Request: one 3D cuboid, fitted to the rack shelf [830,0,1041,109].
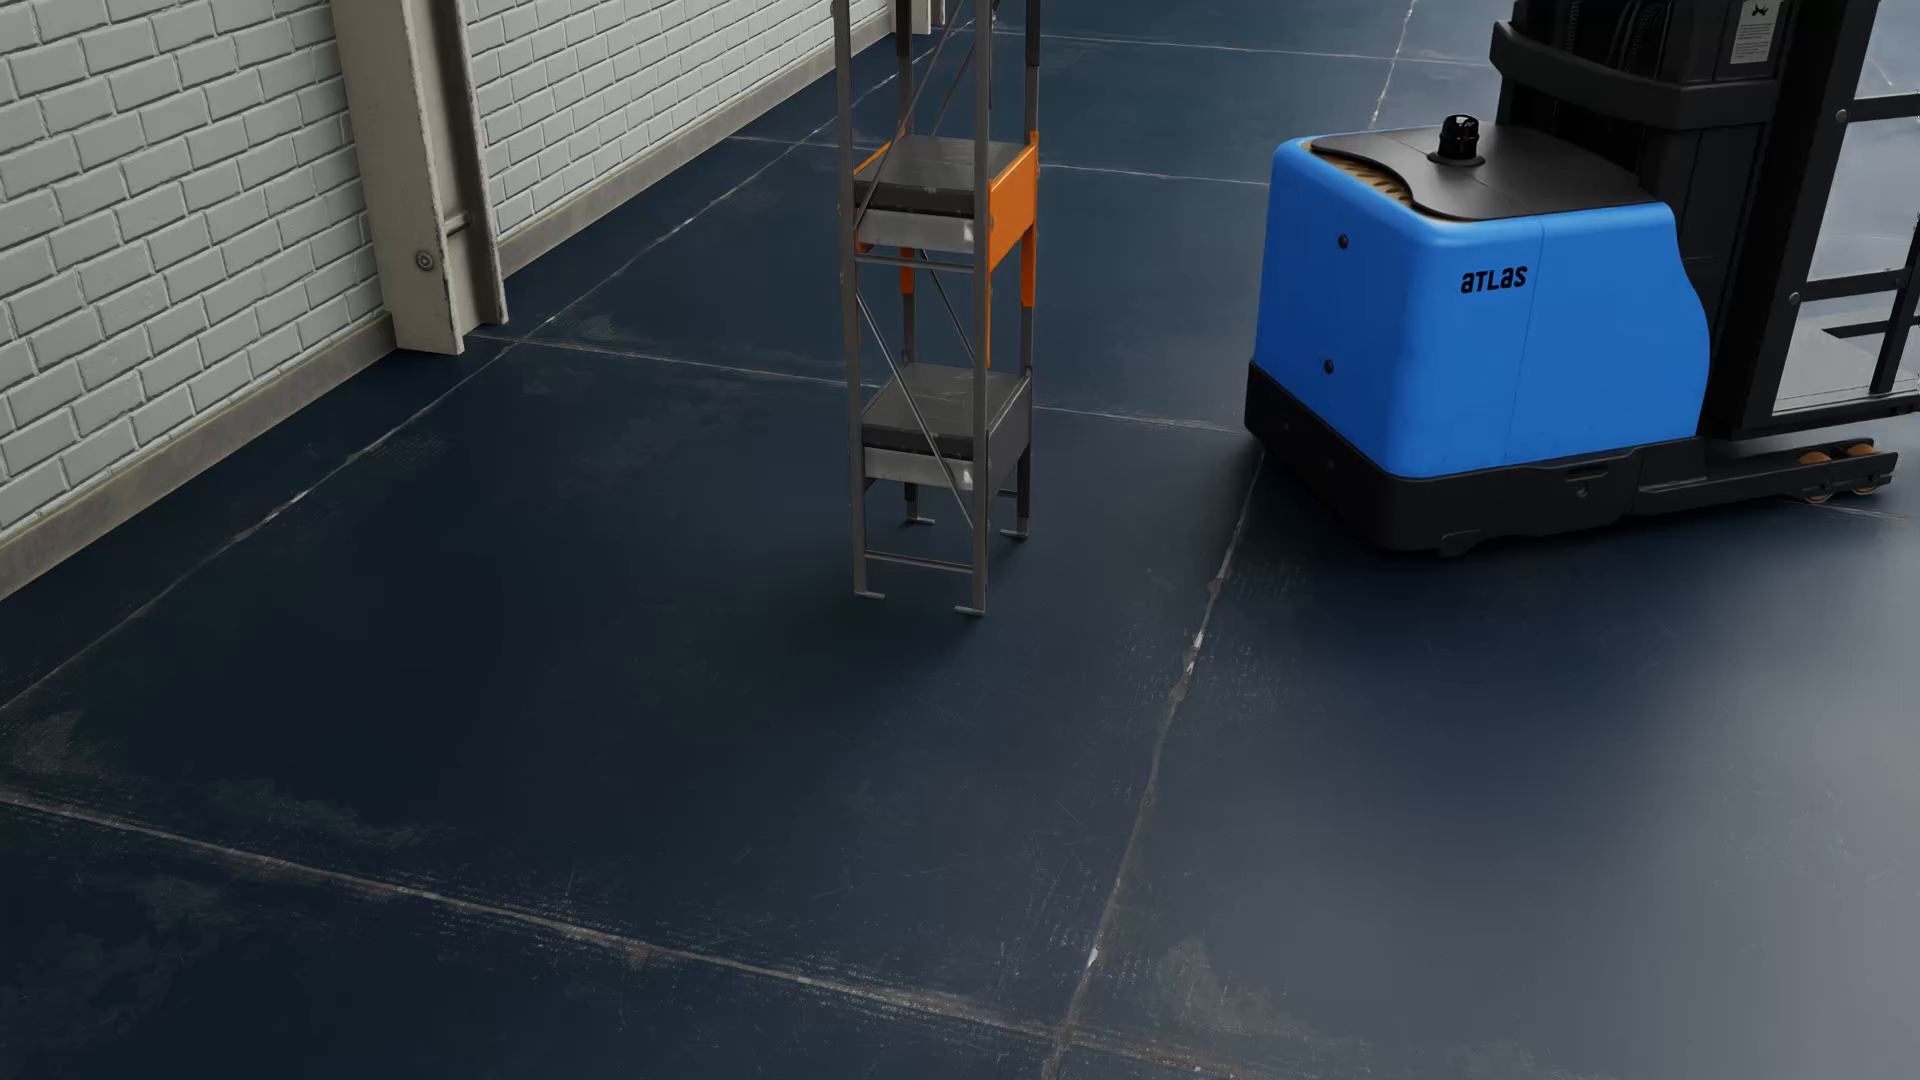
[{"bbox_3d":[-0.049,-1.440,4.268,0.431,0.518,0.480,8,30,15],"label":"rack shelf"}]

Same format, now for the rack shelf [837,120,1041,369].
[{"bbox_3d":[-0.049,-0.829,4.608,0.431,0.518,0.480,8,30,15],"label":"rack shelf"}]

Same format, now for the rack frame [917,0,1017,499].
[{"bbox_3d":[0.022,-0.954,4.805,0.380,1.831,0.006,8,30,15],"label":"rack frame"}]

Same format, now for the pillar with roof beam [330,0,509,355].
[{"bbox_3d":[2.043,-4.162,3.474,9.100,9.000,0.400,8,30,15],"label":"pillar with roof beam"}]

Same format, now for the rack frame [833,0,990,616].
[{"bbox_3d":[-0.120,-0.727,4.397,0.400,2.100,0.015,8,30,15],"label":"rack frame"}]

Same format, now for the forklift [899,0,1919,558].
[{"bbox_3d":[1.961,-1.541,5.006,4.310,2.935,1.130,-9,30,-15],"label":"forklift"}]

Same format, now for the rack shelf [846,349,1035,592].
[{"bbox_3d":[-0.049,-0.217,4.948,0.431,0.518,0.480,8,30,15],"label":"rack shelf"}]

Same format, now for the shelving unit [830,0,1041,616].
[{"bbox_3d":[-0.049,-0.840,4.599,0.431,2.100,0.499,8,30,15],"label":"shelving unit"}]
